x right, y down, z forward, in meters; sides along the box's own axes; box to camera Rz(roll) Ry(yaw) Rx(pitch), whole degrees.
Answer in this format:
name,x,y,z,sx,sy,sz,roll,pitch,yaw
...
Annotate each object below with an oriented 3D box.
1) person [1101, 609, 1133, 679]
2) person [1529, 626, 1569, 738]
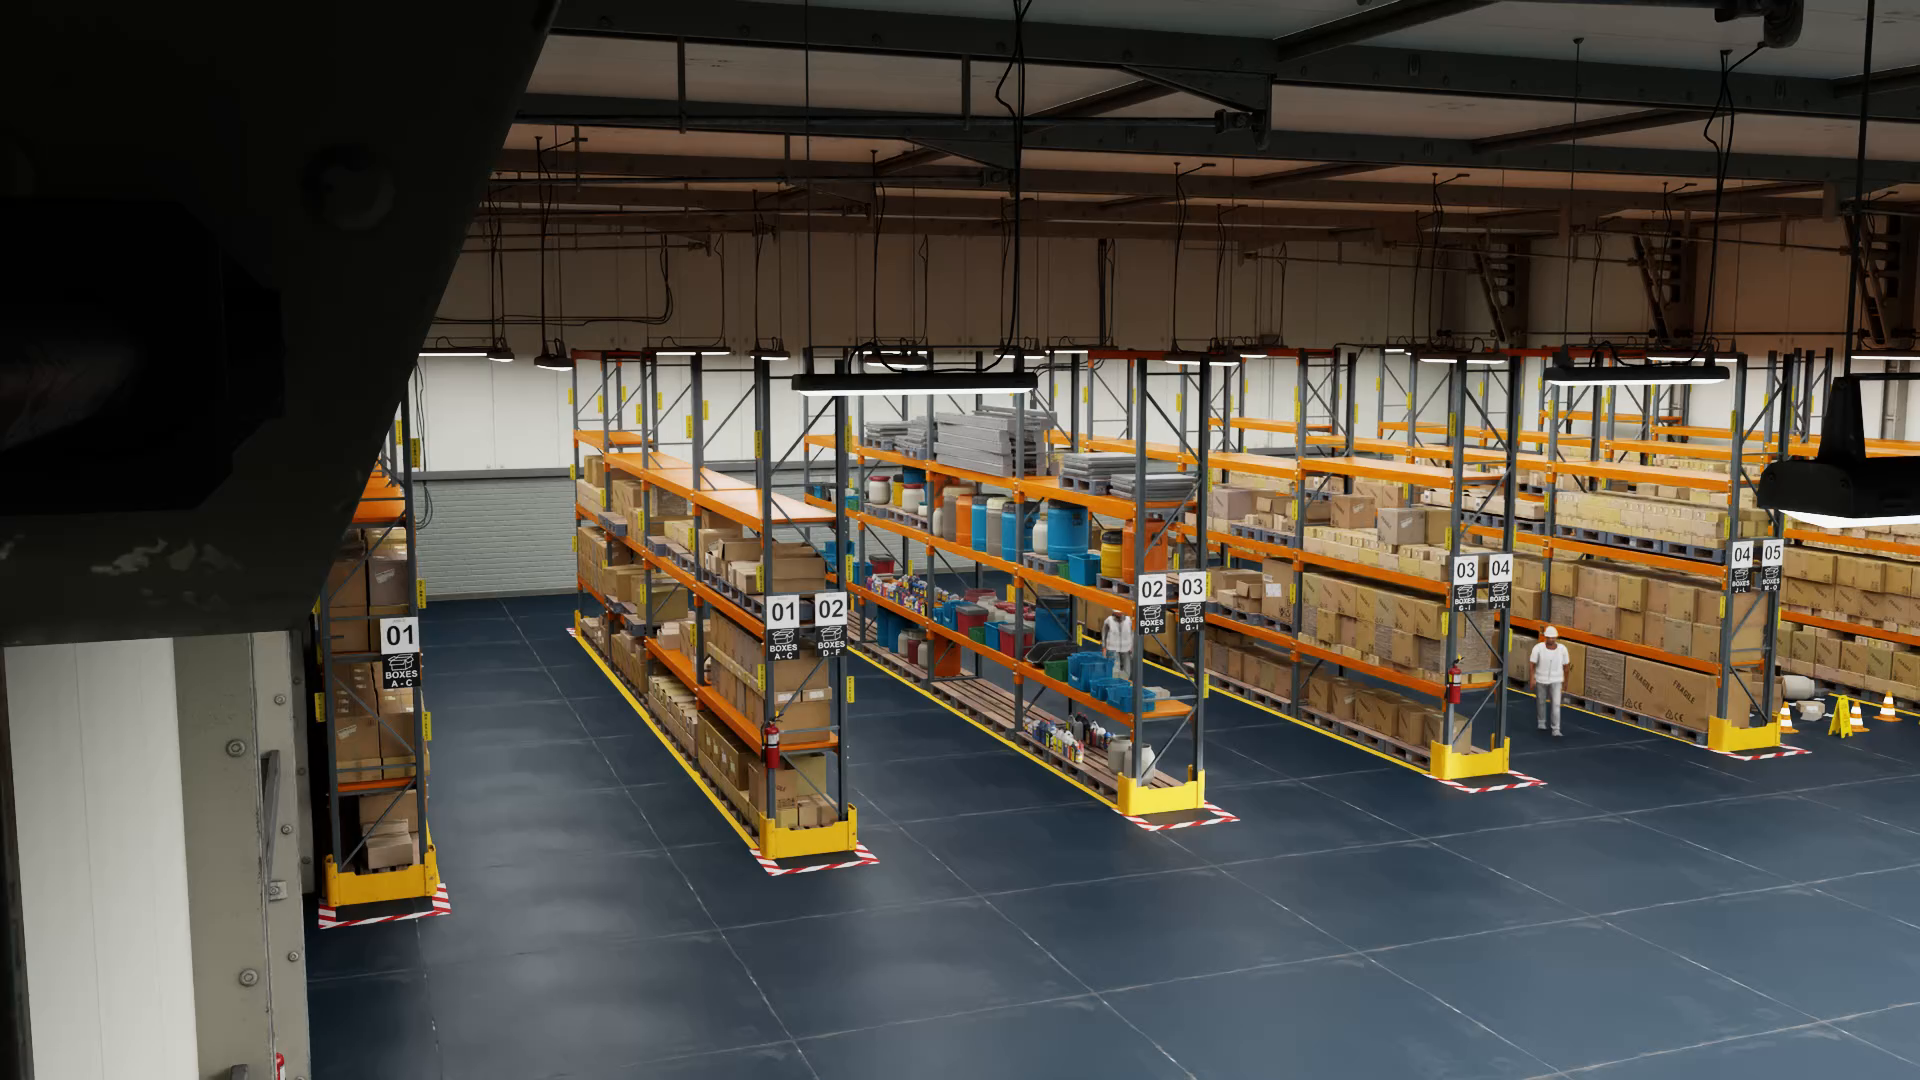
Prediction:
name,x,y,z,sx,sy,sz,roll,pitch,yaw
person,2.732,1.831,28.564,0.602,1.653,0.742,-1,7,-4
person,9.262,2.212,26.160,0.600,1.702,1.060,3,8,20
